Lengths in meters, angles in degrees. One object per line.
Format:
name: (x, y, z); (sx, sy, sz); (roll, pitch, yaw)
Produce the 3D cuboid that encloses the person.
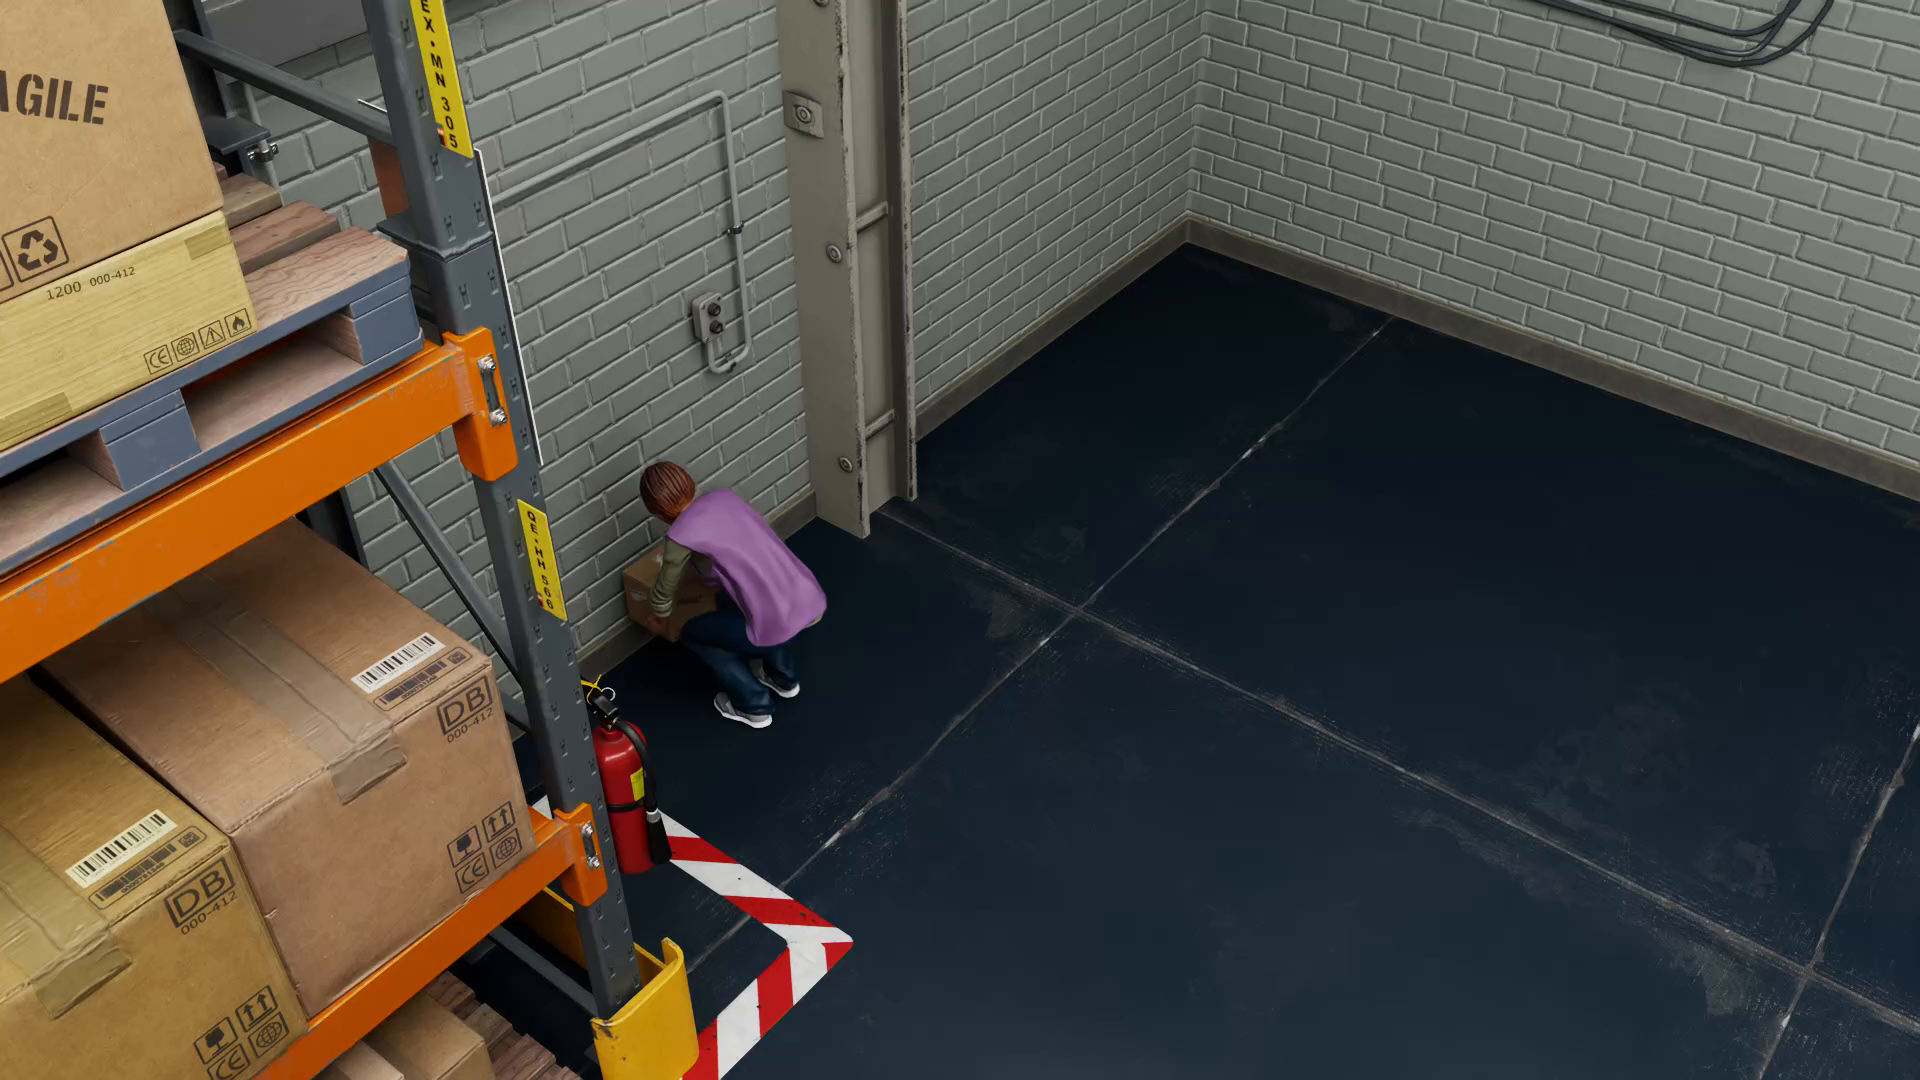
person: (-0.866, 0.233, 6.332); (0.757, 1.025, 0.455); (26, 46, 28)
